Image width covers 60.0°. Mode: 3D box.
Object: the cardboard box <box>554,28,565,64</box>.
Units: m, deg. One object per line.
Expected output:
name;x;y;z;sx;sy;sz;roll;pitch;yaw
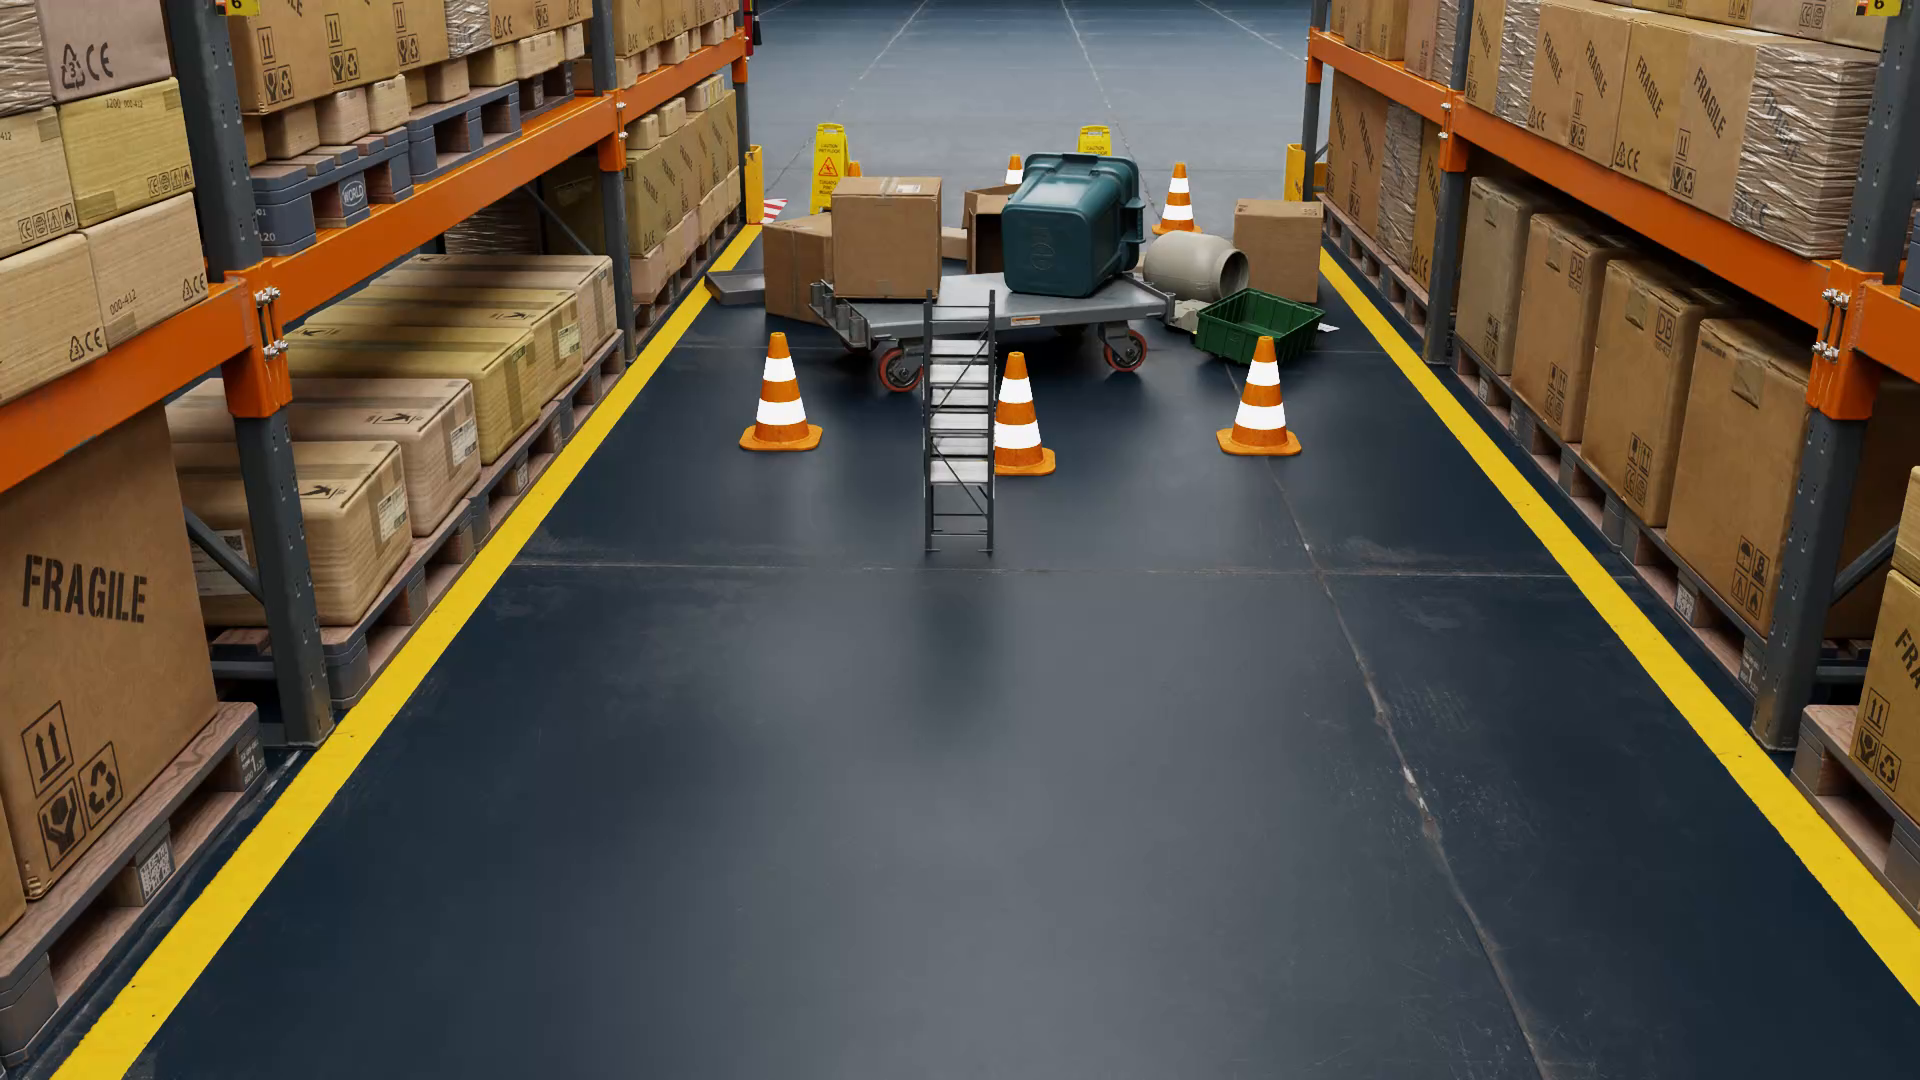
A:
cardboard box;-1.895;-2.092;7.039;0.380;0.149;0.250;0;21;0

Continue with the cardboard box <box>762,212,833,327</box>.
cardboard box;-0.736;-1.505;9.214;0.500;0.500;0.500;18;27;38

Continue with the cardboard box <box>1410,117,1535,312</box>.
cardboard box;2.911;-1.711;8.649;0.875;0.875;0.875;1;21;2

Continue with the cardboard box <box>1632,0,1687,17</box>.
cardboard box;2.766;-2.061;5.674;0.700;0.500;0.500;0;21;1

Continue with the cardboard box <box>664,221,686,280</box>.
cardboard box;-1.836;-1.615;9.264;0.500;0.250;0.500;2;21;5

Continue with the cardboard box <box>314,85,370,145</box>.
cardboard box;-1.959;-1.245;4.858;0.380;0.149;0.250;-1;21;-2

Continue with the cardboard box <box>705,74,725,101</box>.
cardboard box;-1.715;-2.883;10.601;0.380;0.149;0.250;1;21;3

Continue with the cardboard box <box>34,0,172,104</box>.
cardboard box;-2.005;-1.174;3.387;0.500;0.500;0.500;0;21;0

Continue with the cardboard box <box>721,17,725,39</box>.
cardboard box;-1.731;-3.303;10.743;0.380;0.149;0.250;0;21;1

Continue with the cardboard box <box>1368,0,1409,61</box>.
cardboard box;2.865;-3.068;9.583;0.875;0.550;0.500;1;21;2

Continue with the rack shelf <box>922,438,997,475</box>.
rack shelf;0.000;-0.302;5.903;0.258;0.077;0.200;1;21;2

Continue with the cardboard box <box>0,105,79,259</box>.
cardboard box;-2.023;-0.651;3.075;0.500;0.250;0.500;0;21;0

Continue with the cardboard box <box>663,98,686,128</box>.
cardboard box;-1.758;-2.401;9.358;0.380;0.149;0.250;2;21;5

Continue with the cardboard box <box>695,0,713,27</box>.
cardboard box;-1.787;-3.368;10.012;0.500;0.500;0.500;1;21;1

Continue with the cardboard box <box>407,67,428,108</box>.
cardboard box;-2.031;-1.535;5.605;0.380;0.149;0.250;1;21;4

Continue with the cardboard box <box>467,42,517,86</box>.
cardboard box;-1.914;-1.818;6.334;0.380;0.149;0.250;1;21;2

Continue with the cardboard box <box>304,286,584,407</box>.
cardboard box;-2.161;-0.818;7.043;0.950;0.372;0.625;2;21;5

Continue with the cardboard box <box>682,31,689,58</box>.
cardboard box;-1.771;-2.844;9.560;0.380;0.149;0.250;1;21;1

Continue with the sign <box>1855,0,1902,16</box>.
sign;2.145;-1.378;3.832;0.100;0.325;0.005;1;21;2

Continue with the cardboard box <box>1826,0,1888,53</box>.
cardboard box;2.724;-1.508;4.248;0.700;0.500;0.500;1;21;1

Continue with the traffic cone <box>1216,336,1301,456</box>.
traffic cone;1.272;-0.628;7.008;0.336;0.463;0.334;1;21;2

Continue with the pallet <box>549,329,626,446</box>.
pallet;-2.151;-0.716;7.581;1.003;0.211;1.213;1;21;2

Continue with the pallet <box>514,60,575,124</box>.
pallet;-2.298;-1.933;7.129;1.003;0.211;1.213;1;21;2

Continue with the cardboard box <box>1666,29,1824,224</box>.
cardboard box;2.462;-1.226;4.903;0.500;0.500;0.500;1;21;2

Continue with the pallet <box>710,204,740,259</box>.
pallet;-2.070;-2.123;11.208;1.003;0.211;1.213;1;21;2

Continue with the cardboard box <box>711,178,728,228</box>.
cardboard box;-1.787;-2.175;10.708;0.500;0.250;0.500;1;21;2

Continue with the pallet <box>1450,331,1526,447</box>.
pallet;2.874;-0.699;7.540;1.003;0.211;1.213;1;21;2

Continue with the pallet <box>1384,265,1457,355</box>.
pallet;2.923;-1.253;8.967;1.003;0.211;1.213;1;21;2

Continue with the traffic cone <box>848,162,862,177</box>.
traffic cone;-0.731;-2.391;11.552;0.336;0.463;0.334;1;21;2

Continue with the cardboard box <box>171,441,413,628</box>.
cardboard box;-2.224;-0.026;5.001;0.950;0.372;0.625;-1;21;-2

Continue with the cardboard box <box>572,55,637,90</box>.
cardboard box;-1.799;-2.290;8.132;0.380;0.149;0.250;1;21;1

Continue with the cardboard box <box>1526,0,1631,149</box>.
cardboard box;2.504;-1.775;6.320;0.500;0.500;0.500;1;21;1

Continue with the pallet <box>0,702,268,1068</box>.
pallet;-2.350;0.733;3.847;1.003;0.211;1.213;1;21;2

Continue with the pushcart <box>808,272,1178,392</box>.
pushcart;0.151;-1.068;8.259;1.648;0.377;0.936;-7;22;-17

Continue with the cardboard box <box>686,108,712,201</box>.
cardboard box;-1.806;-2.343;10.105;0.500;0.500;0.500;0;21;0

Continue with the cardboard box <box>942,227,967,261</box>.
cardboard box;-0.028;-1.918;10.768;0.380;0.149;0.250;13;25;29

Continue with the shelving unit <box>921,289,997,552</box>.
shelving unit;0.000;-0.417;5.859;0.258;0.900;0.210;1;21;2

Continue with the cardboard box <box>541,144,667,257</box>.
cardboard box;-1.841;-1.771;8.630;0.500;0.500;0.500;2;21;4

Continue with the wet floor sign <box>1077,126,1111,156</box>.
wet floor sign;0.965;-2.660;11.993;0.267;0.644;0.232;-3;21;-8

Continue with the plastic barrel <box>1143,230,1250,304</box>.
plastic barrel;1.323;-1.505;9.323;0.512;0.421;0.421;18;27;38

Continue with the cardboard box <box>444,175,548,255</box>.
cardboard box;-2.379;-1.778;8.647;0.500;0.500;0.500;0;21;1

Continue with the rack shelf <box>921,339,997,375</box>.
rack shelf;0.000;-0.637;5.773;0.258;0.077;0.200;1;21;2

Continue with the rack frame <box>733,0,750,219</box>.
rack frame;-2.007;-3.743;11.530;1.000;3.000;0.127;1;21;2

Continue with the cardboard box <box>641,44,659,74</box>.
cardboard box;-1.823;-2.568;8.847;0.380;0.149;0.250;1;21;3

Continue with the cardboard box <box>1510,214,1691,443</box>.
cardboard box;2.860;-0.852;6.608;1.050;0.750;0.750;1;21;2

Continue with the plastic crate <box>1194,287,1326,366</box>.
plastic crate;1.517;-1.072;8.454;0.450;0.188;0.662;23;29;25

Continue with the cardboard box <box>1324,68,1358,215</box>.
cardboard box;2.989;-2.685;11.158;0.875;0.875;0.875;1;21;2

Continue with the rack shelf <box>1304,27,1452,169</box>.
rack shelf;2.882;-2.667;9.750;1.077;0.370;4.000;1;21;2

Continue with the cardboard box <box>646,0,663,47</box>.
cardboard box;-1.845;-2.820;8.601;0.500;0.500;0.500;1;21;1

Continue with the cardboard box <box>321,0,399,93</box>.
cardboard box;-1.997;-1.581;4.826;0.500;0.500;0.500;2;21;4

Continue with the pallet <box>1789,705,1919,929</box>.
pallet;2.675;0.750;3.805;1.003;0.211;1.213;1;21;2

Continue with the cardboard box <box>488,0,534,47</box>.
cardboard box;-1.949;-2.143;6.275;0.500;0.500;0.500;1;21;3

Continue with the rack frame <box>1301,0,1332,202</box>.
rack frame;2.943;-3.725;11.484;1.000;3.000;0.127;1;21;2

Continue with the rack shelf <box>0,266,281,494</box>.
rack shelf;-2.312;0.208;2.342;1.077;0.370;4.000;1;21;2

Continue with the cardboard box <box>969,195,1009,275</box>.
cardboard box;0.449;-1.642;9.377;0.797;0.637;0.503;1;21;2

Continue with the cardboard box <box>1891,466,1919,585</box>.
cardboard box;2.437;0.034;3.634;0.500;0.250;0.500;0;21;-1

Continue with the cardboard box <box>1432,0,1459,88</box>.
cardboard box;2.821;-2.483;8.073;0.875;0.550;0.550;1;21;2
